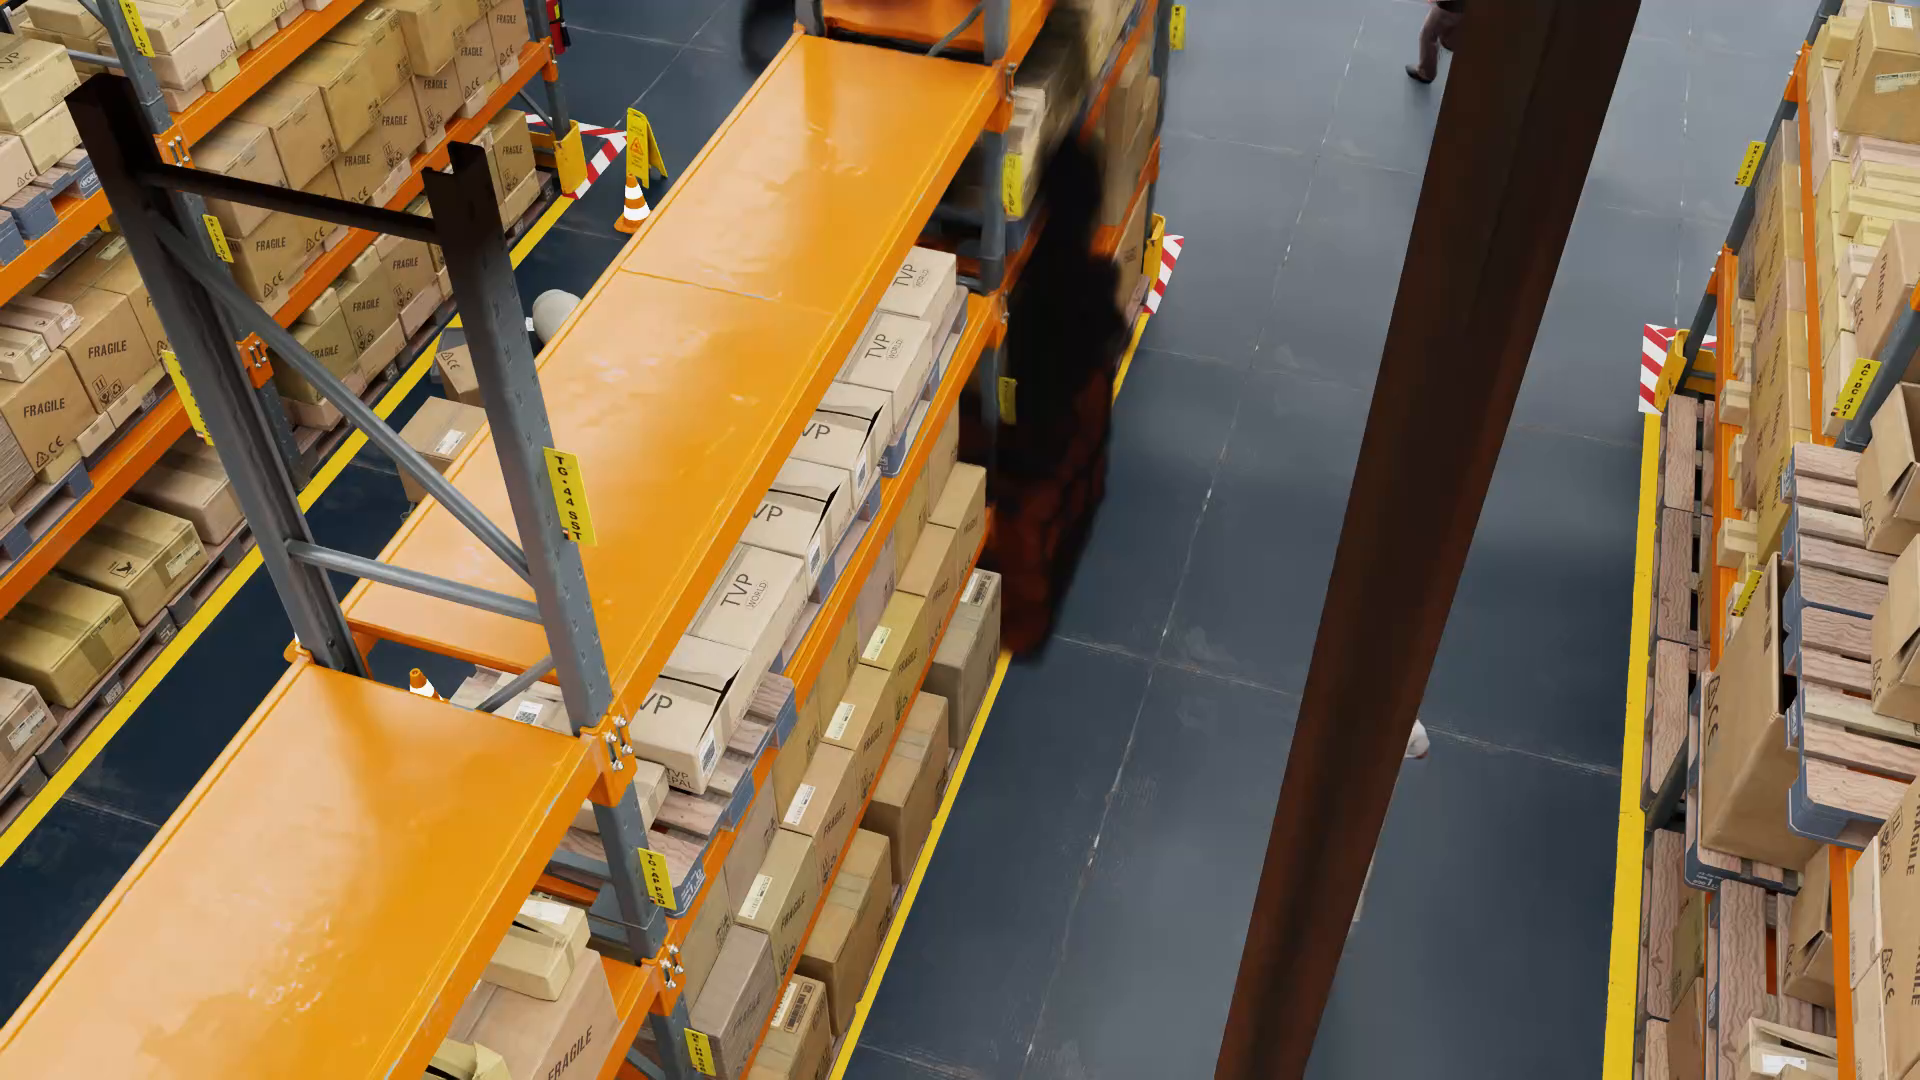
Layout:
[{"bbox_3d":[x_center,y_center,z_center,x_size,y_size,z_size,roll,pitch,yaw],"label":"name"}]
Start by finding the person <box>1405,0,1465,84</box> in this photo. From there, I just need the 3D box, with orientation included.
[{"bbox_3d":[4.350,-4.683,14.555,0.676,1.690,0.814,-27,51,-24],"label":"person"}]

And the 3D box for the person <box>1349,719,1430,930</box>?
[{"bbox_3d":[2.019,1.185,8.415,0.574,1.677,0.962,10,47,10],"label":"person"}]
